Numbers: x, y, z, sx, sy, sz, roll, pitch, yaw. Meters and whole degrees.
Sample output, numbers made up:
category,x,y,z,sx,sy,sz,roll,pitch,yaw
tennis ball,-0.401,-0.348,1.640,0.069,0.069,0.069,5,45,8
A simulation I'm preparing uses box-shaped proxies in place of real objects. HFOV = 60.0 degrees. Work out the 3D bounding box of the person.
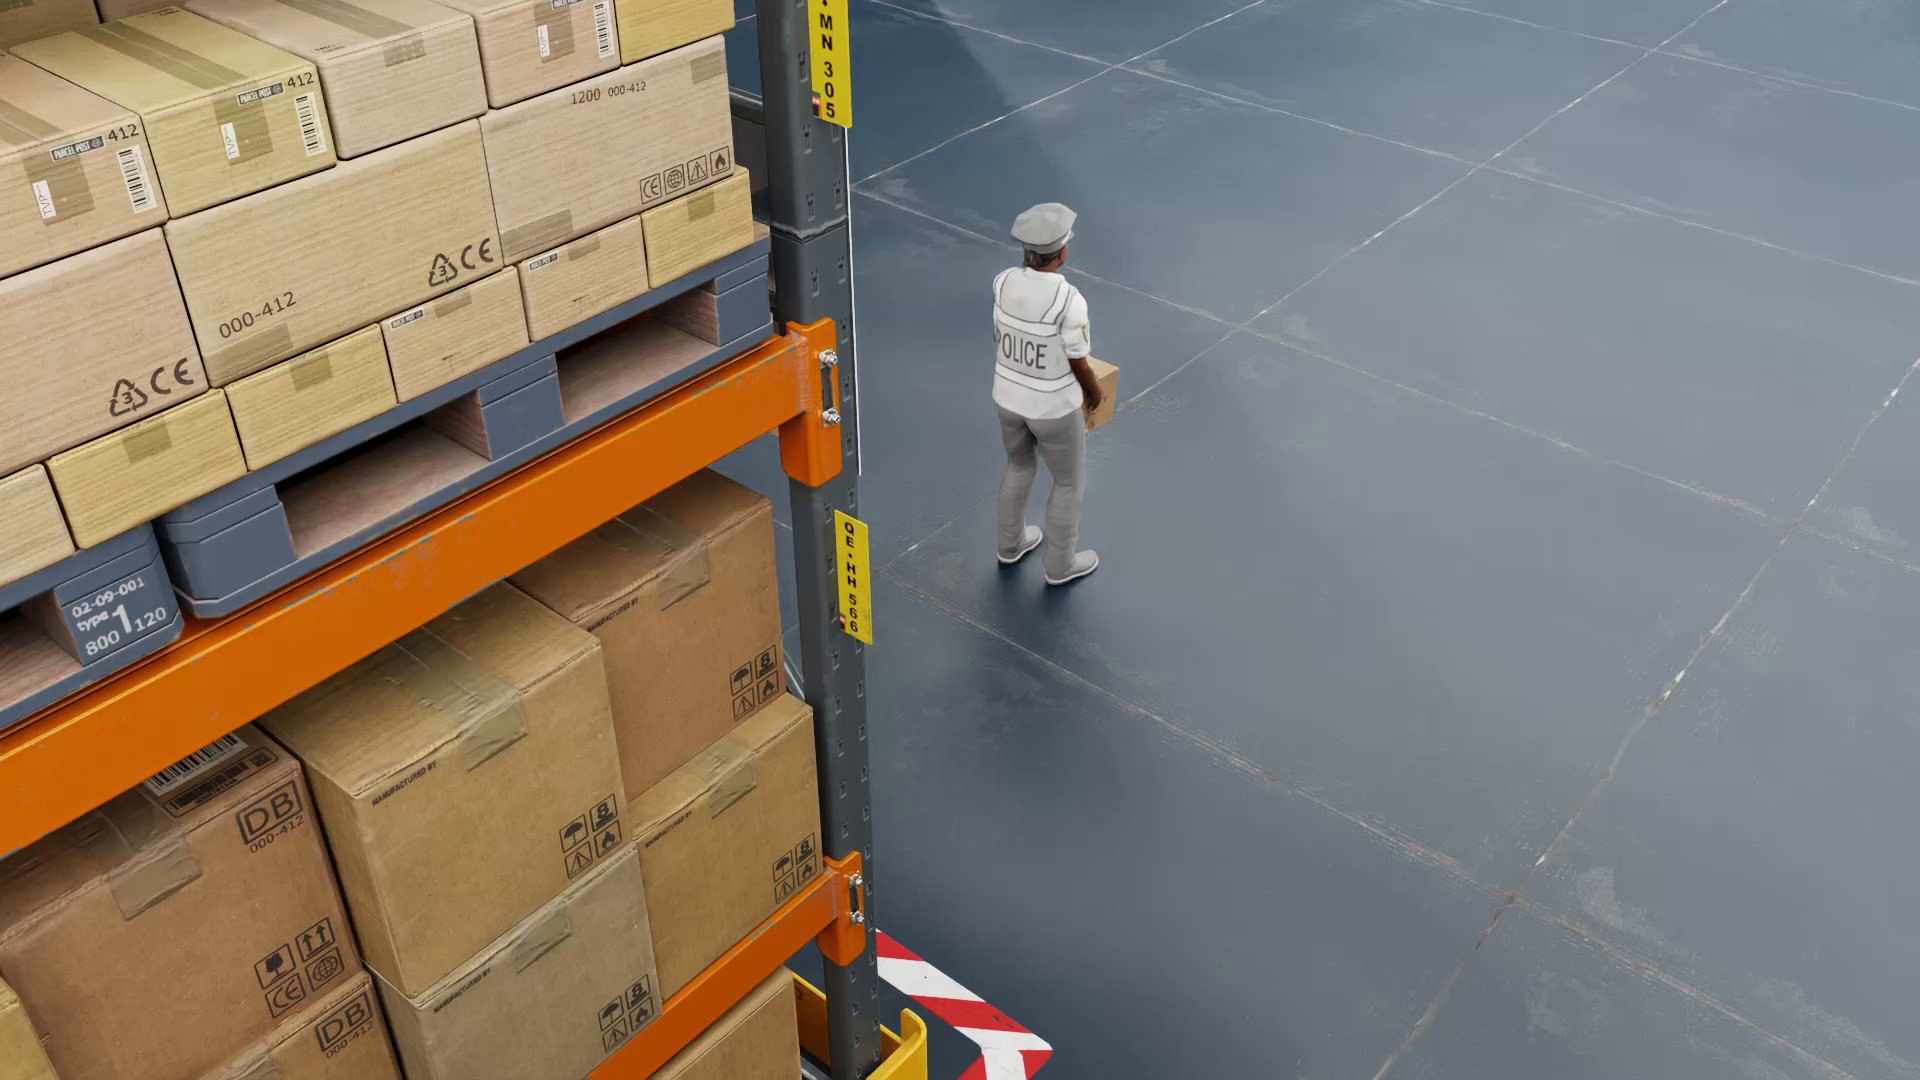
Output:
category,x,y,z,sx,sy,sz,roll,pitch,yaw
person,0.350,-0.580,6.969,0.515,1.656,0.396,24,41,29
